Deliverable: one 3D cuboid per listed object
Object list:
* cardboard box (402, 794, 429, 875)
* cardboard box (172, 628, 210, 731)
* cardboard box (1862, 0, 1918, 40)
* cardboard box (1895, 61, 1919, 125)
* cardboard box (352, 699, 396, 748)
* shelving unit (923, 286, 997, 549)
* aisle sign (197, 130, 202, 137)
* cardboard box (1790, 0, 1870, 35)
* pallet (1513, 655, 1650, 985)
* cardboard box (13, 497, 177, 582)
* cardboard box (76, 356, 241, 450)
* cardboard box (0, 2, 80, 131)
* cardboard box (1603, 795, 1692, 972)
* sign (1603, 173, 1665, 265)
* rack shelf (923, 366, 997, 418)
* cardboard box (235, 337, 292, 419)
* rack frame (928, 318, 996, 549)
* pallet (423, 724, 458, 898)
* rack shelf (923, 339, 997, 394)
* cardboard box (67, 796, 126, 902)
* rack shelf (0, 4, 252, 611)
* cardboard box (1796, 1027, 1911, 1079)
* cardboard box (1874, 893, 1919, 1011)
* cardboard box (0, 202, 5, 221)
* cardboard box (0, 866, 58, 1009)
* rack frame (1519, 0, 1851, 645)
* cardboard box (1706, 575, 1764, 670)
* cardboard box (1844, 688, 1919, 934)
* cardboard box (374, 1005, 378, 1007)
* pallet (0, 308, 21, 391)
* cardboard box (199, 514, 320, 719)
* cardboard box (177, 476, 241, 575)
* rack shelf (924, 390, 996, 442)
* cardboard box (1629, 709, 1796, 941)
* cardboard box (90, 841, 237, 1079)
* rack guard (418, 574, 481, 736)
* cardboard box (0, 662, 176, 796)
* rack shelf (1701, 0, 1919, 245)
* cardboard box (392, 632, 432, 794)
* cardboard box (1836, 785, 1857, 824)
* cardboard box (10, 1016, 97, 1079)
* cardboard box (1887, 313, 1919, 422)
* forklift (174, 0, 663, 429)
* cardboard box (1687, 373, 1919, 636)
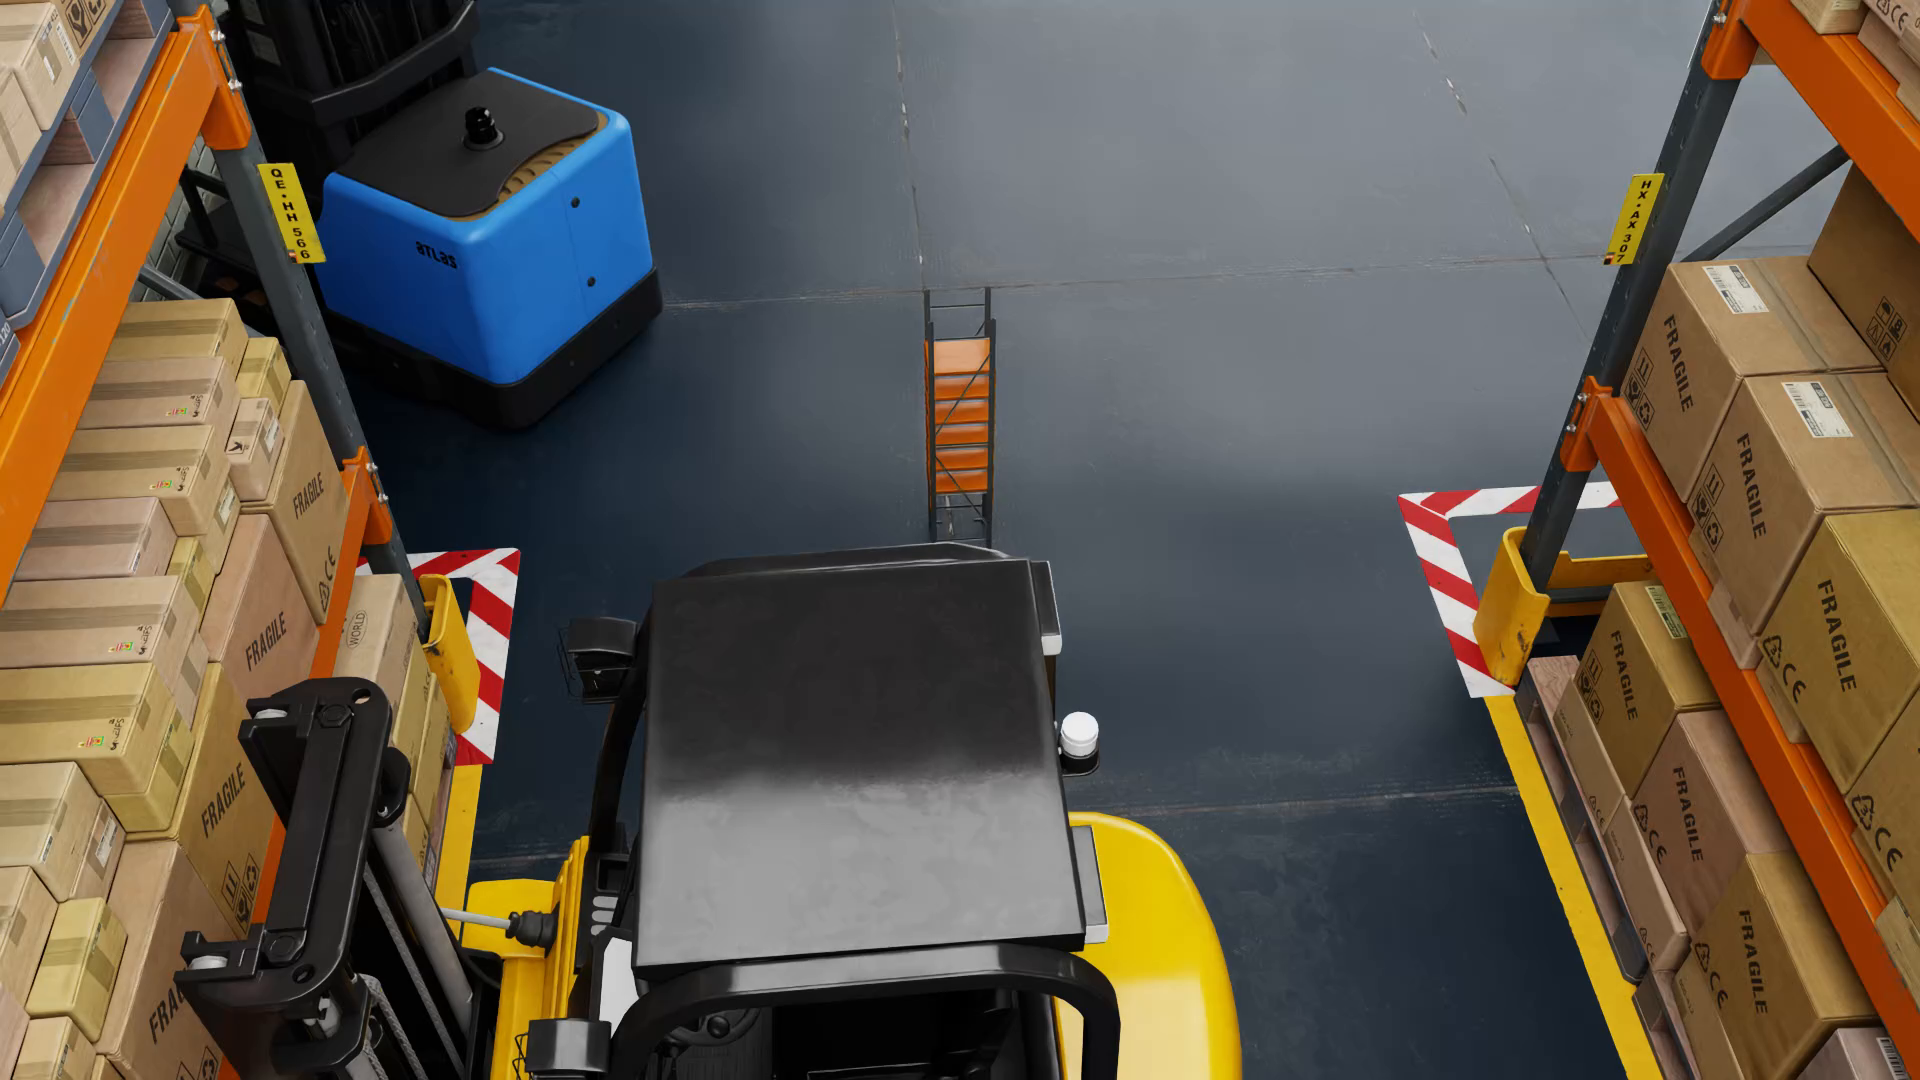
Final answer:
[{"bbox_3d":[-1.993,1.090,5.256,0.500,0.250,0.500,-3,47,-3],"label":"cardboard box"},{"bbox_3d":[-1.981,0.329,3.857,0.380,0.149,0.250,-5,47,-5],"label":"cardboard box"},{"bbox_3d":[2.343,-1.399,3.841,0.500,0.250,0.500,-4,47,-4],"label":"cardboard box"},{"bbox_3d":[2.370,-1.004,3.742,0.380,0.149,0.250,-2,47,-2],"label":"cardboard box"},{"bbox_3d":[-1.981,0.748,4.891,0.500,0.250,0.500,-3,47,-3],"label":"cardboard box"},{"bbox_3d":[-0.001,-0.423,6.324,0.258,1.200,0.189,-3,47,-3],"label":"shelving unit"},{"bbox_3d":[-2.092,-1.351,4.174,0.394,0.787,0.004,-3,47,-3],"label":"aisle sign"},{"bbox_3d":[2.271,-1.382,4.100,0.380,0.149,0.250,-3,47,-3],"label":"cardboard box"},{"bbox_3d":[2.606,0.907,5.745,1.003,0.211,1.213,-3,47,-3],"label":"pallet"},{"bbox_3d":[-2.092,0.043,3.923,0.380,0.149,0.250,-3,47,-3],"label":"cardboard box"},{"bbox_3d":[-2.088,-0.329,4.275,0.380,0.149,0.250,-3,47,-3],"label":"cardboard box"},{"bbox_3d":[-2.007,-0.935,3.319,0.380,0.149,0.250,-5,47,-4],"label":"cardboard box"},{"bbox_3d":[2.394,1.075,5.271,0.500,0.250,0.500,-2,47,-2],"label":"cardboard box"},{"bbox_3d":[2.026,-0.961,4.998,0.100,0.325,0.005,-3,47,-3],"label":"sign"},{"bbox_3d":[-0.001,-0.558,6.182,0.258,0.103,0.180,-3,47,-3],"label":"rack shelf"},{"bbox_3d":[-2.071,-0.416,4.562,0.380,0.149,0.250,-3,47,-3],"label":"cardboard box"},{"bbox_3d":[0.006,-0.357,6.262,0.240,1.200,0.006,-3,47,-3],"label":"rack frame"},{"bbox_3d":[-2.274,1.117,5.546,1.003,0.211,1.213,-3,47,-3],"label":"pallet"},{"bbox_3d":[-0.001,-0.640,6.095,0.258,0.103,0.180,-3,47,-3],"label":"rack shelf"},{"bbox_3d":[-2.008,0.697,3.508,0.380,0.149,0.250,-4,47,-4],"label":"cardboard box"},{"bbox_3d":[-2.212,0.271,2.857,1.077,0.370,4.000,-3,47,-3],"label":"rack shelf"},{"bbox_3d":[2.496,1.592,4.264,0.500,0.500,0.500,-1,47,-1],"label":"cardboard box"},{"bbox_3d":[2.433,0.964,3.944,0.380,0.149,0.250,-3,47,-3],"label":"cardboard box"},{"bbox_3d":[-2.113,-0.584,2.744,0.700,0.500,0.500,-3,47,-3],"label":"cardboard box"},{"bbox_3d":[-2.001,0.787,3.218,0.380,0.149,0.250,-3,47,-3],"label":"cardboard box"},{"bbox_3d":[2.567,-0.697,5.344,1.000,3.000,0.127,-3,47,-3],"label":"rack frame"},{"bbox_3d":[2.341,0.213,4.655,0.380,0.149,0.250,-3,47,-3],"label":"cardboard box"},{"bbox_3d":[2.471,0.637,3.807,0.500,0.500,0.500,-4,47,-4],"label":"cardboard box"},{"bbox_3d":[-1.932,1.306,4.707,0.500,0.250,0.500,-4,47,-4],"label":"cardboard box"},{"bbox_3d":[-2.241,0.005,2.675,1.003,0.211,1.213,-3,47,-3],"label":"pallet"},{"bbox_3d":[-2.042,0.289,4.341,0.500,0.500,0.500,-2,47,-2],"label":"cardboard box"},{"bbox_3d":[-2.059,-0.041,4.207,0.380,0.149,0.250,-3,47,-3],"label":"cardboard box"},{"bbox_3d":[-0.001,-0.475,6.269,0.258,0.103,0.180,-3,47,-3],"label":"rack shelf"},{"bbox_3d":[2.409,0.842,4.974,0.500,0.500,0.500,-5,47,-5],"label":"cardboard box"},{"bbox_3d":[-1.946,1.023,3.646,0.500,0.500,0.500,-3,47,-3],"label":"cardboard box"},{"bbox_3d":[-2.381,0.450,5.979,1.175,0.500,0.348,-3,47,-3],"label":"rack guard"},{"bbox_3d":[-1.933,0.412,3.574,0.380,0.149,0.250,-3,47,-3],"label":"cardboard box"},{"bbox_3d":[2.734,-0.034,3.145,1.077,0.370,4.000,-3,47,-3],"label":"rack shelf"},{"bbox_3d":[-2.027,0.570,5.404,0.500,0.250,0.500,-4,47,-4],"label":"cardboard box"},{"bbox_3d":[2.478,0.586,4.302,0.380,0.149,0.250,-2,47,-2],"label":"cardboard box"},{"bbox_3d":[-1.888,1.070,3.155,0.380,0.149,0.250,-5,47,-5],"label":"cardboard box"},{"bbox_3d":[2.862,-0.454,4.152,0.700,0.500,0.500,-3,47,-3],"label":"cardboard box"},{"bbox_3d":[-2.895,-2.298,6.908,3.031,2.935,1.130,24,51,21],"label":"forklift"},{"bbox_3d":[2.376,-0.099,4.504,0.500,0.500,0.500,-2,47,-2],"label":"cardboard box"}]
